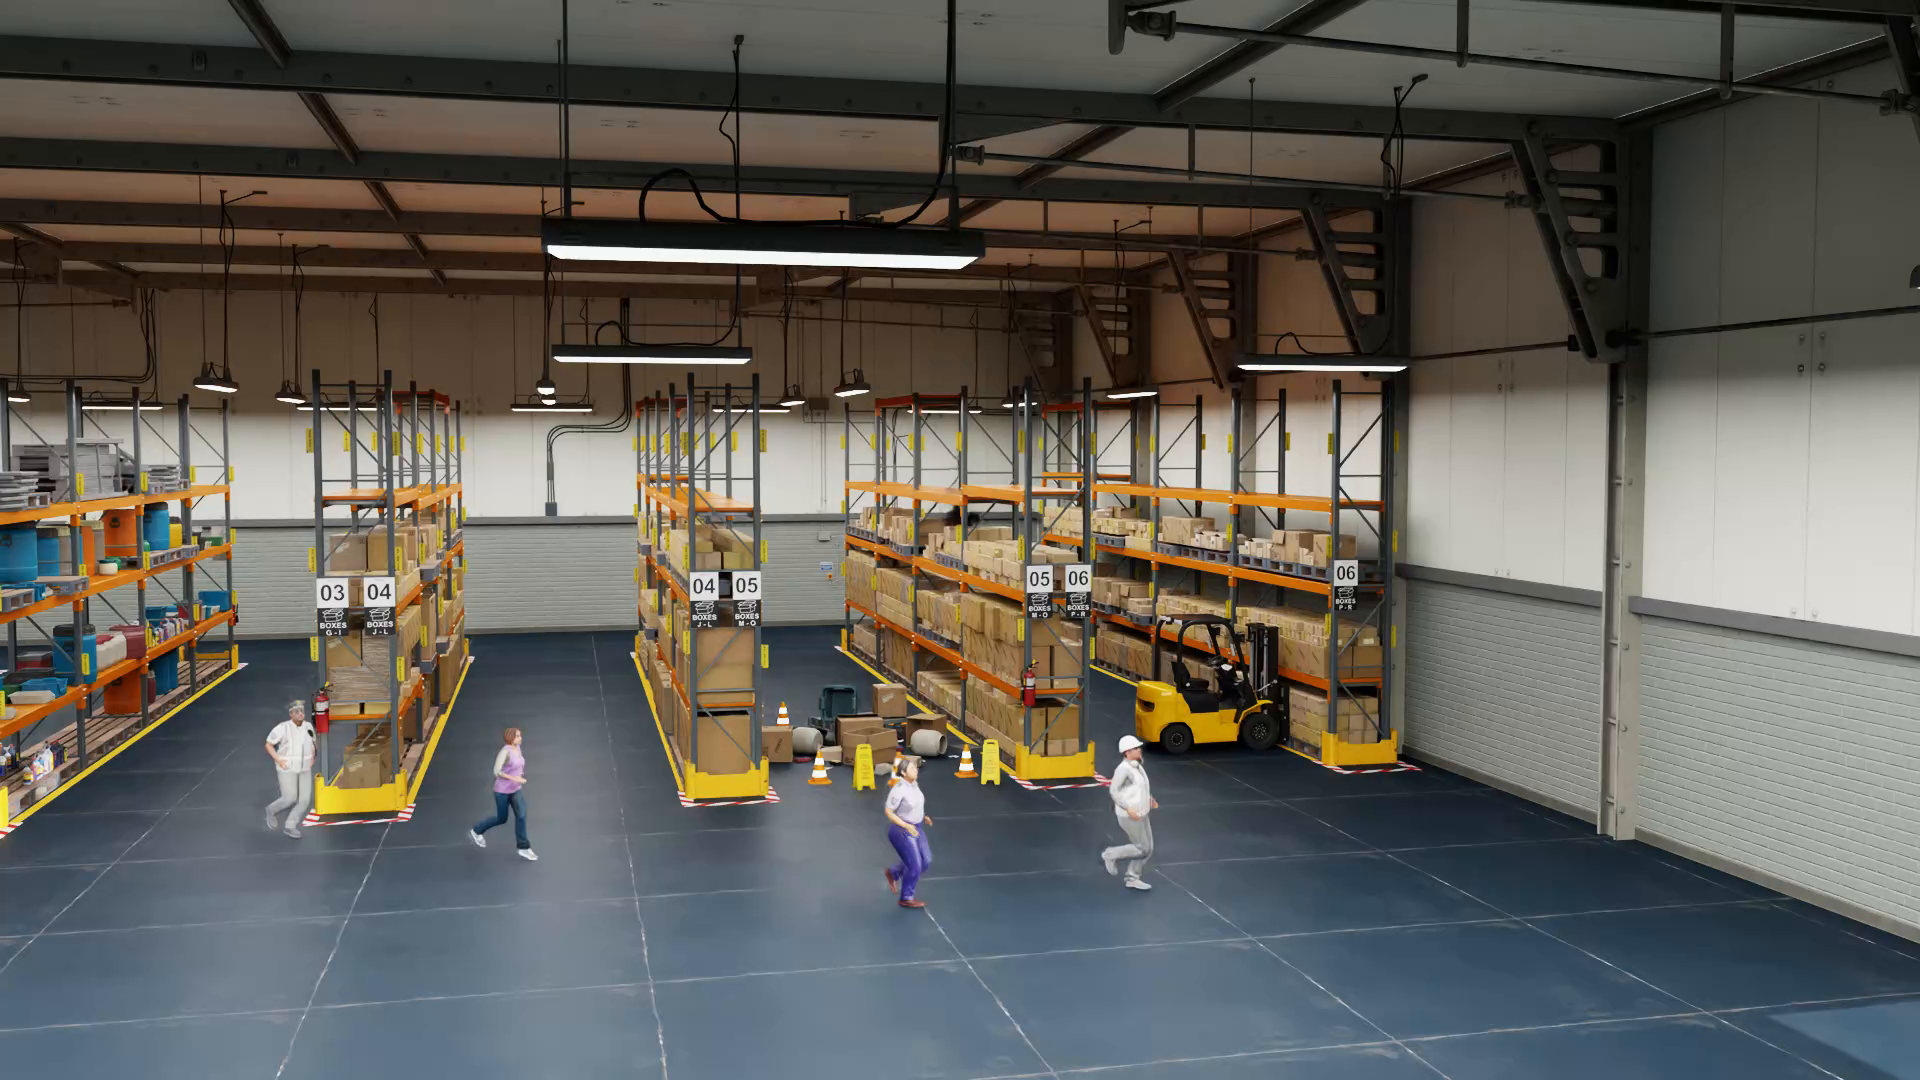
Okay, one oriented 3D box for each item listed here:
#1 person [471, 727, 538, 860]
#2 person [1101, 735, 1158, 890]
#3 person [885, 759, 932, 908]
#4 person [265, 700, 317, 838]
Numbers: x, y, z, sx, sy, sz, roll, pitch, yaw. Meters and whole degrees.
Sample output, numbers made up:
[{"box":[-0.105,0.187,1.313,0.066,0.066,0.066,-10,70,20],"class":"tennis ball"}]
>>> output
[{"box":[-5.503,3.047,20.116,0.915,1.591,0.564,1,3,15],"class":"person"},{"box":[1.914,3.063,18.724,0.586,1.729,0.659,2,4,27],"class":"person"},{"box":[-0.611,3.163,17.996,0.556,1.601,0.594,1,4,24],"class":"person"},{"box":[-8.539,2.910,21.314,0.565,1.742,0.689,3,4,39],"class":"person"}]
